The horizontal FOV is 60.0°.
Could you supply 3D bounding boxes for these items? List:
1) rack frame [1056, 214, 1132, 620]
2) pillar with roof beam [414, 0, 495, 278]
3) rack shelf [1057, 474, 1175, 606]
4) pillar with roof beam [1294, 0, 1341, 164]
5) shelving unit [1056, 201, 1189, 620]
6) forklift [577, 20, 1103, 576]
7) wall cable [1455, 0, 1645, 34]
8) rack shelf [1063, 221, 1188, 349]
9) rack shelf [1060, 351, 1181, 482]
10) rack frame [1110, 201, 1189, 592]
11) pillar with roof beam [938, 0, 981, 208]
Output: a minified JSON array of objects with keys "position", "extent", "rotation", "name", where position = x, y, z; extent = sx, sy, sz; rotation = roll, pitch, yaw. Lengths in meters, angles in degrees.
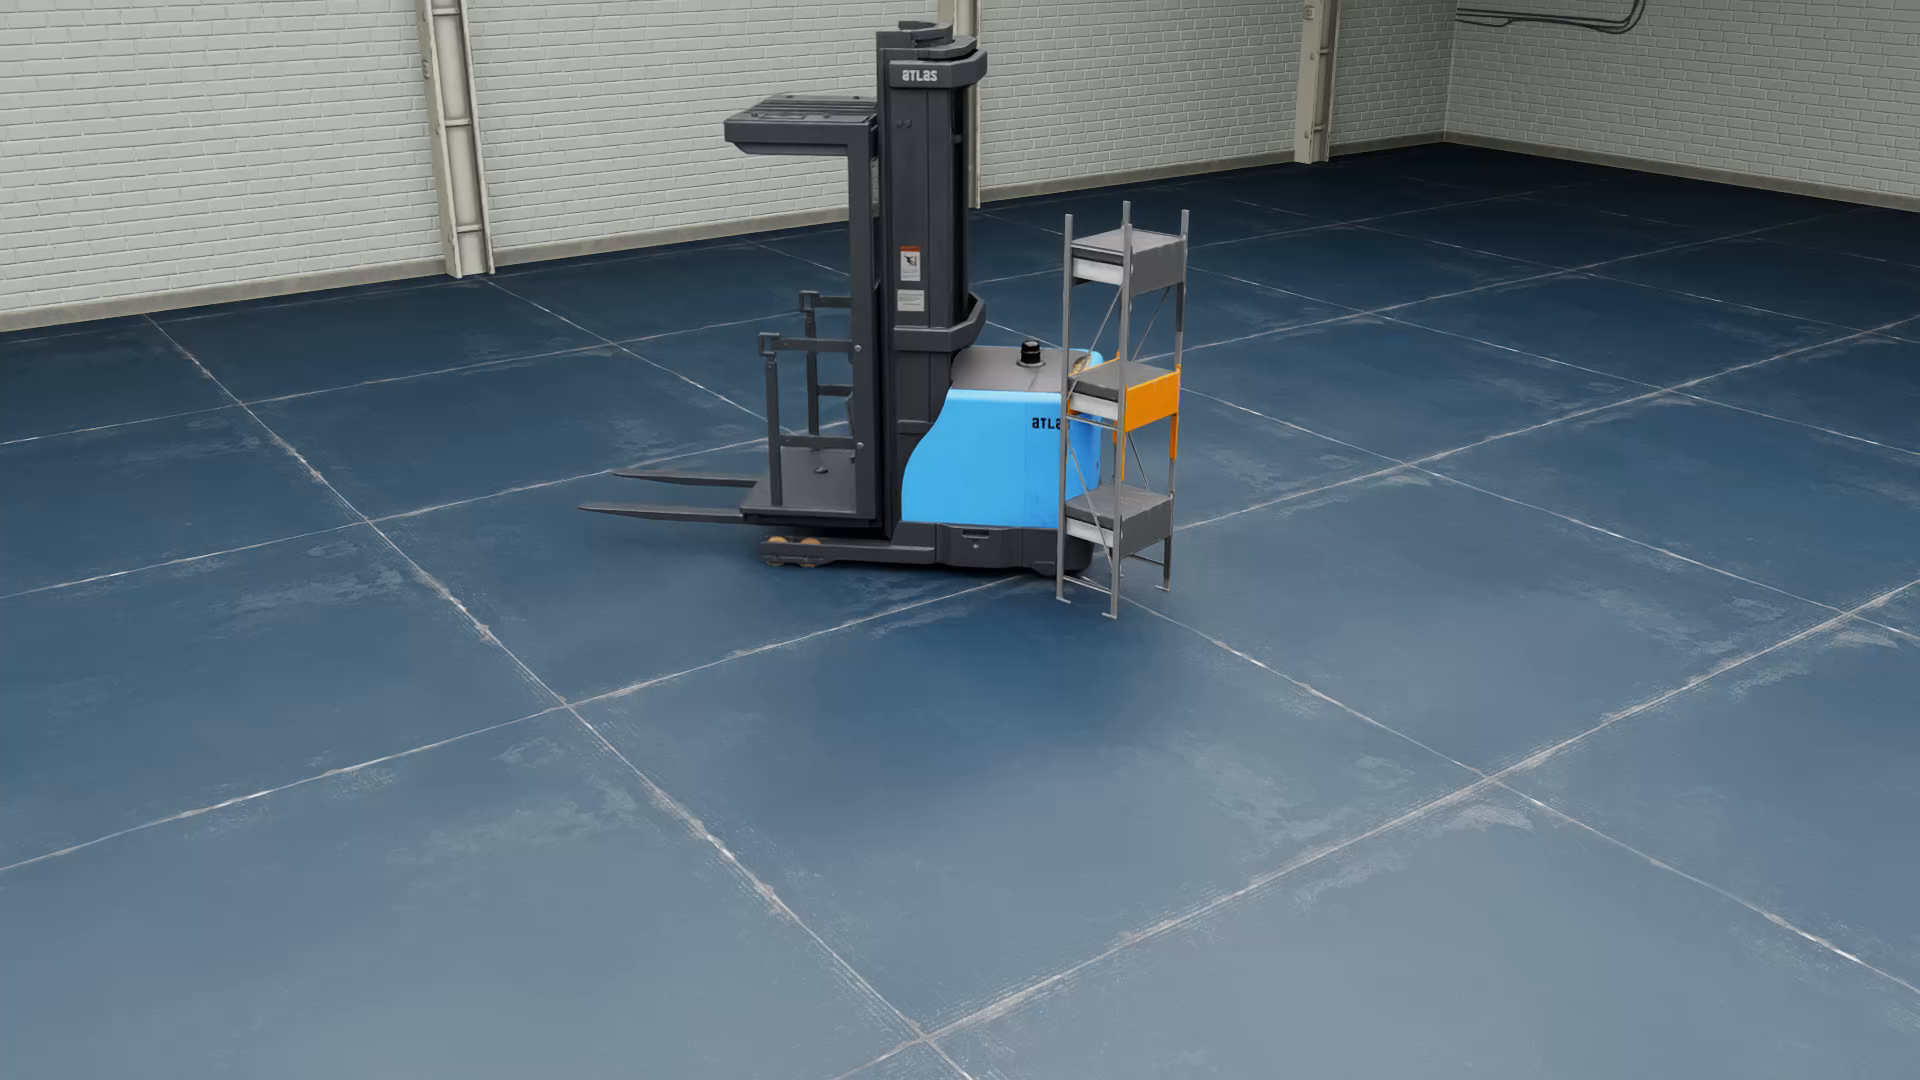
[{"position":[0.680,-0.602,8.572],"extent":[0.400,2.100,0.015],"rotation":[18,28,38],"name":"rack frame"},{"position":[-2.362,-5.546,11.653],"extent":[0.400,9.000,9.100],"rotation":[-15,26,-33],"name":"pillar with roof beam"},{"position":[0.842,-0.007,9.007],"extent":[0.431,0.518,0.480],"rotation":[18,28,38],"name":"rack shelf"},{"position":[7.379,-8.143,18.162],"extent":[0.400,9.000,9.100],"rotation":[-15,26,-33],"name":"pillar with roof beam"},{"position":[0.842,-0.670,8.742],"extent":[0.431,2.100,0.503],"rotation":[18,28,38],"name":"shelving unit"},{"position":[-0.707,-1.390,9.426],"extent":[3.031,2.935,1.130],"rotation":[3,22,7],"name":"forklift"},{"position":[8.029,-8.236,22.585],"extent":[0.112,2.526,3.097],"rotation":[-15,26,-33],"name":"wall cable"},{"position":[0.842,-1.307,8.488],"extent":[0.431,0.518,0.480],"rotation":[18,28,38],"name":"rack shelf"},{"position":[0.842,-0.657,8.747],"extent":[0.431,0.518,0.480],"rotation":[18,28,38],"name":"rack shelf"},{"position":[1.003,-0.738,8.912],"extent":[0.400,2.100,0.015],"rotation":[18,28,38],"name":"rack frame"},{"position":[2.509,-6.845,14.908],"extent":[0.400,9.000,9.100],"rotation":[-15,26,-33],"name":"pillar with roof beam"}]
